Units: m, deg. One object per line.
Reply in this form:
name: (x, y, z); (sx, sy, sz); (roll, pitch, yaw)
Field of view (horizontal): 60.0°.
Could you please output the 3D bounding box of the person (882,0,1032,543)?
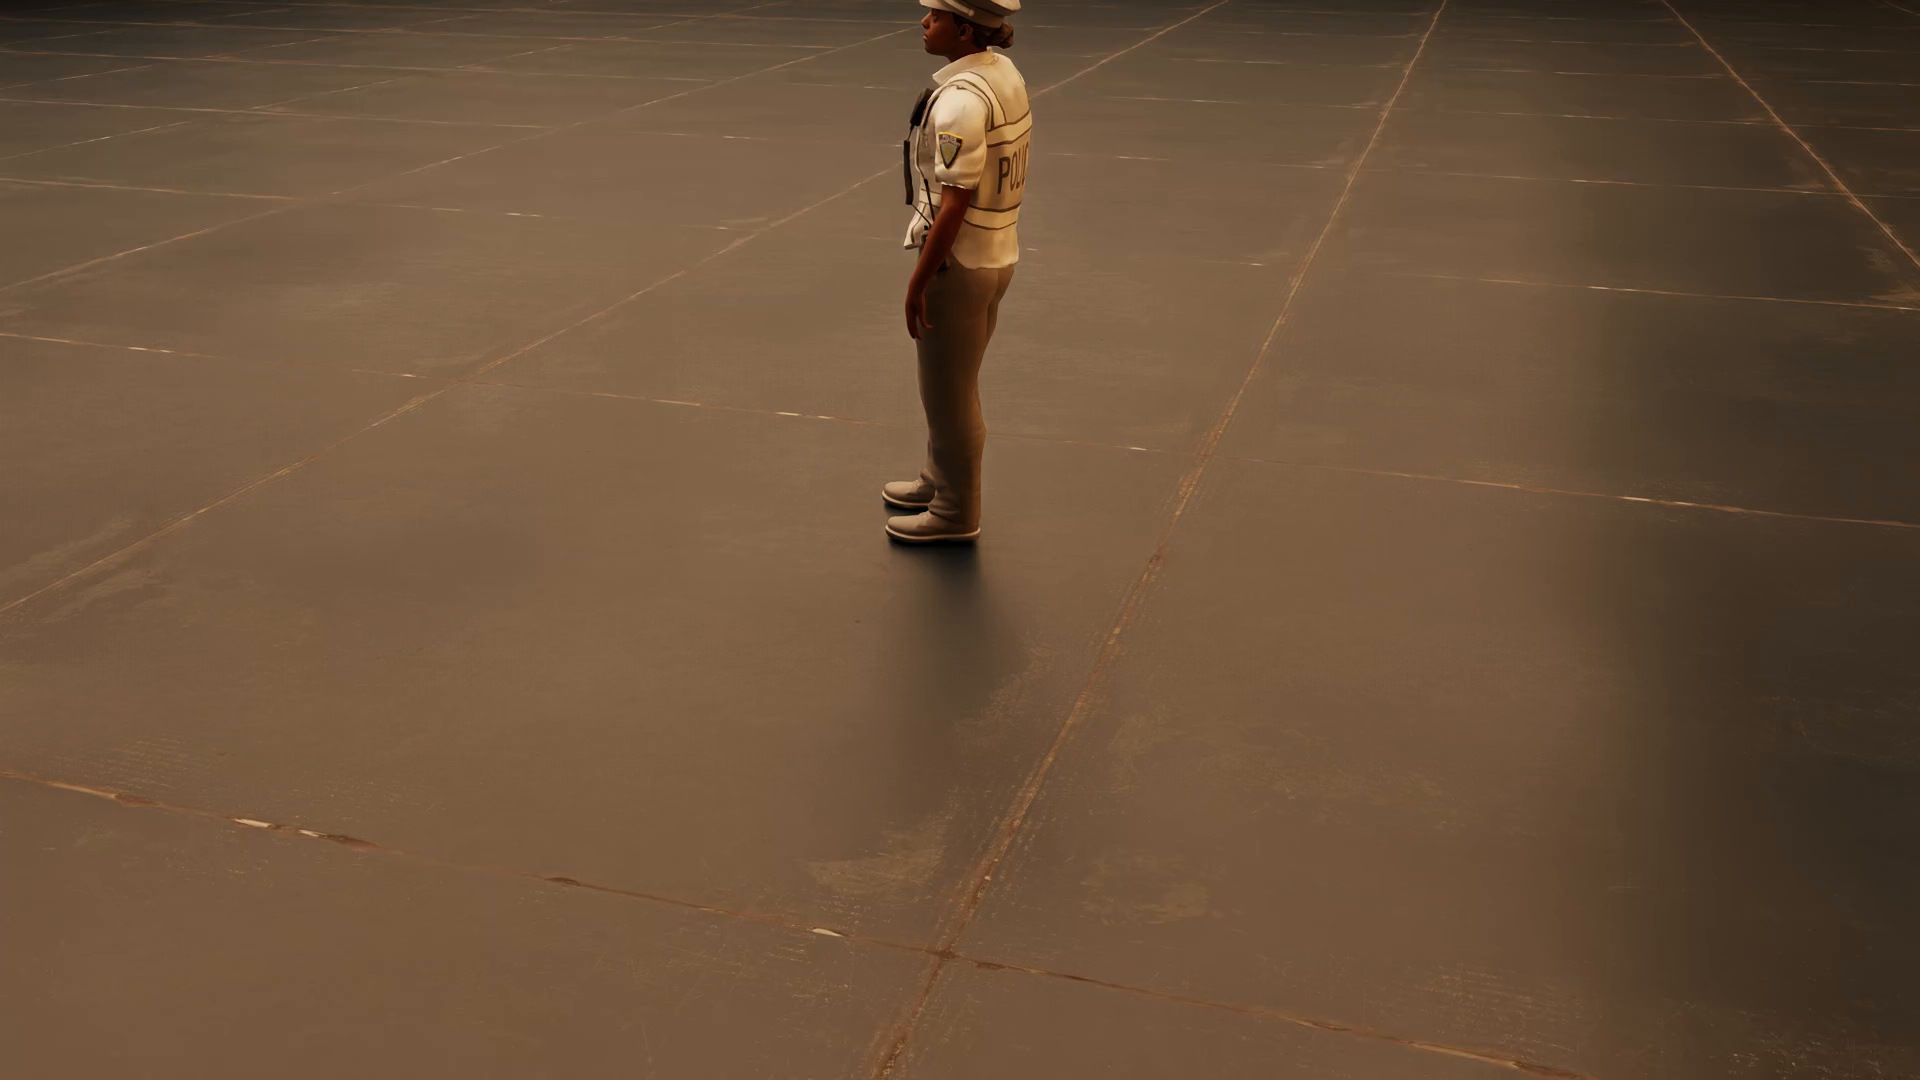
person: (-0.065, -0.804, 4.833); (0.530, 1.692, 0.569); (7, 23, 16)
